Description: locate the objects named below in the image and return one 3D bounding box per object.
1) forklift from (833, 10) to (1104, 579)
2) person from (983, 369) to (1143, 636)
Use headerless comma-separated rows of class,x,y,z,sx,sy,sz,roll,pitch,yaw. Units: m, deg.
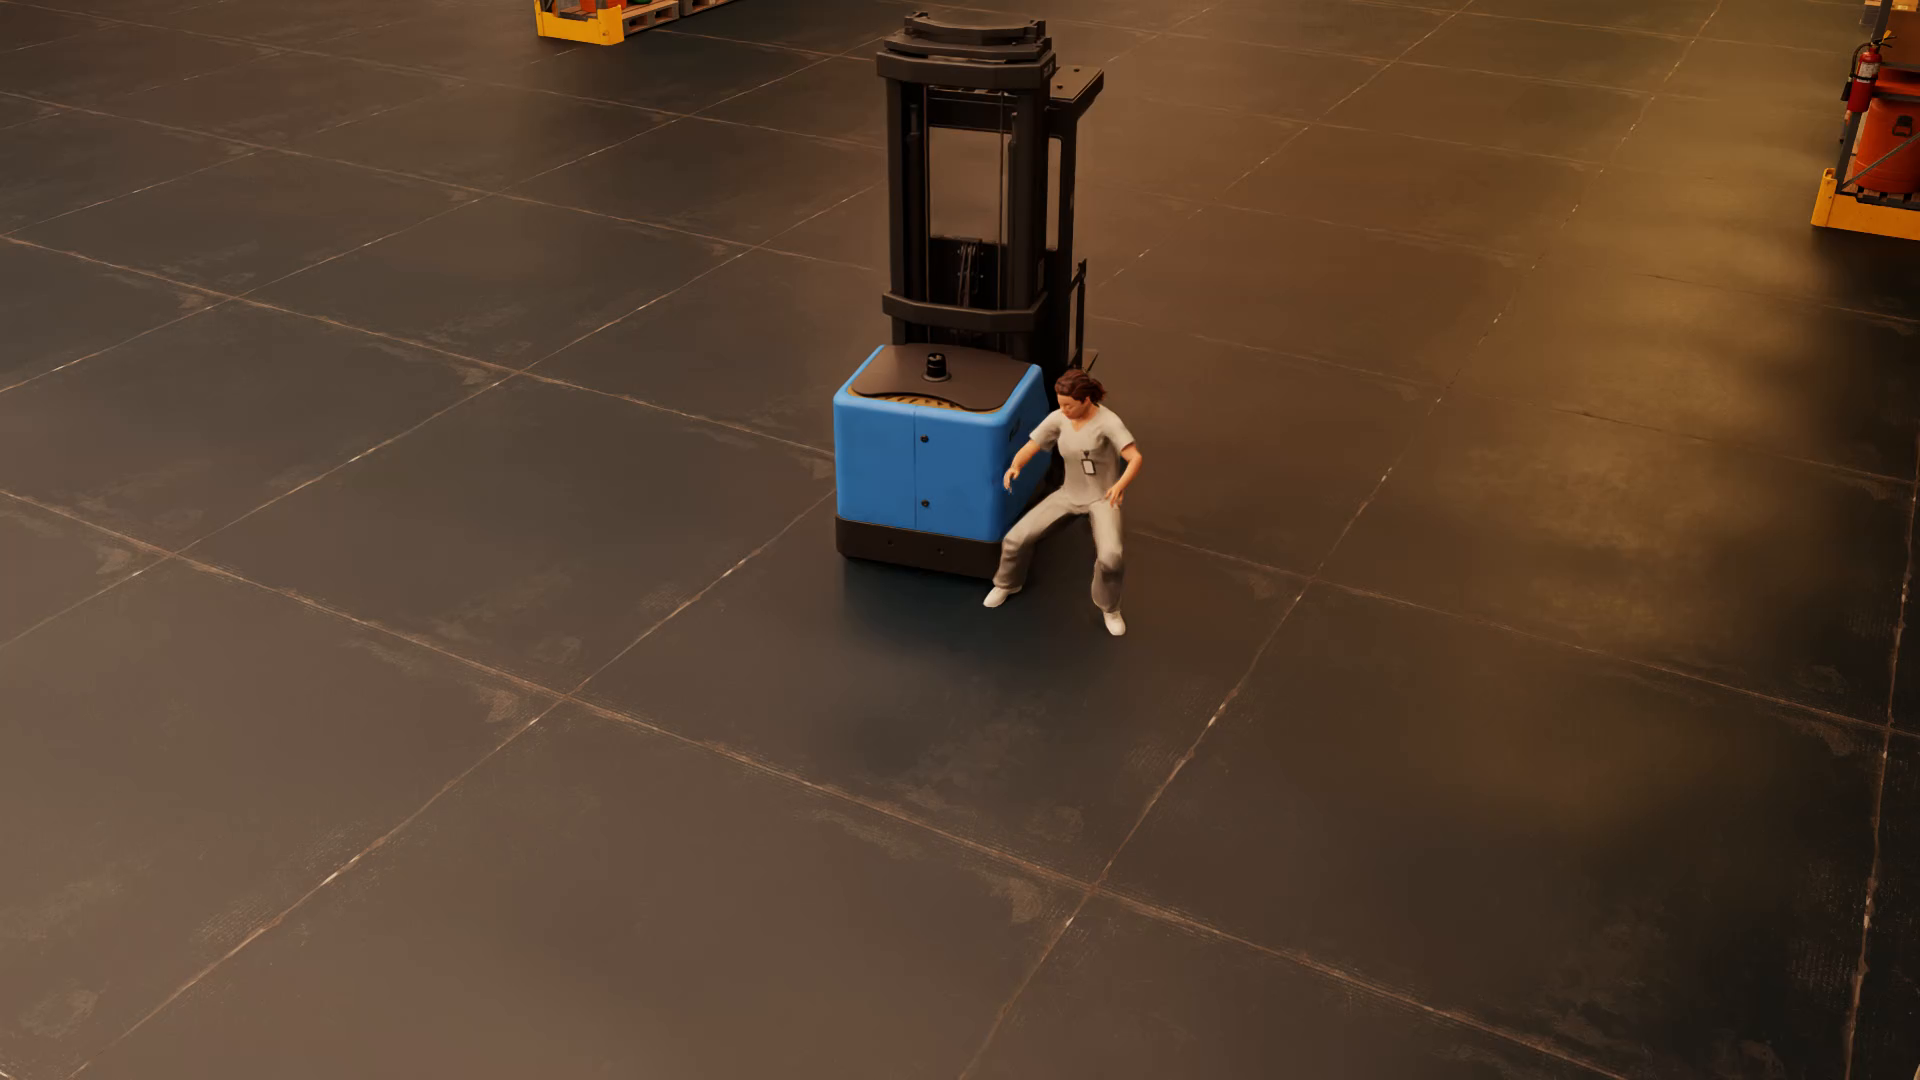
forklift,0.206,-1.770,10.138,1.130,2.935,3.031,9,31,15
person,0.563,-0.193,8.892,0.902,1.461,0.699,22,36,33
